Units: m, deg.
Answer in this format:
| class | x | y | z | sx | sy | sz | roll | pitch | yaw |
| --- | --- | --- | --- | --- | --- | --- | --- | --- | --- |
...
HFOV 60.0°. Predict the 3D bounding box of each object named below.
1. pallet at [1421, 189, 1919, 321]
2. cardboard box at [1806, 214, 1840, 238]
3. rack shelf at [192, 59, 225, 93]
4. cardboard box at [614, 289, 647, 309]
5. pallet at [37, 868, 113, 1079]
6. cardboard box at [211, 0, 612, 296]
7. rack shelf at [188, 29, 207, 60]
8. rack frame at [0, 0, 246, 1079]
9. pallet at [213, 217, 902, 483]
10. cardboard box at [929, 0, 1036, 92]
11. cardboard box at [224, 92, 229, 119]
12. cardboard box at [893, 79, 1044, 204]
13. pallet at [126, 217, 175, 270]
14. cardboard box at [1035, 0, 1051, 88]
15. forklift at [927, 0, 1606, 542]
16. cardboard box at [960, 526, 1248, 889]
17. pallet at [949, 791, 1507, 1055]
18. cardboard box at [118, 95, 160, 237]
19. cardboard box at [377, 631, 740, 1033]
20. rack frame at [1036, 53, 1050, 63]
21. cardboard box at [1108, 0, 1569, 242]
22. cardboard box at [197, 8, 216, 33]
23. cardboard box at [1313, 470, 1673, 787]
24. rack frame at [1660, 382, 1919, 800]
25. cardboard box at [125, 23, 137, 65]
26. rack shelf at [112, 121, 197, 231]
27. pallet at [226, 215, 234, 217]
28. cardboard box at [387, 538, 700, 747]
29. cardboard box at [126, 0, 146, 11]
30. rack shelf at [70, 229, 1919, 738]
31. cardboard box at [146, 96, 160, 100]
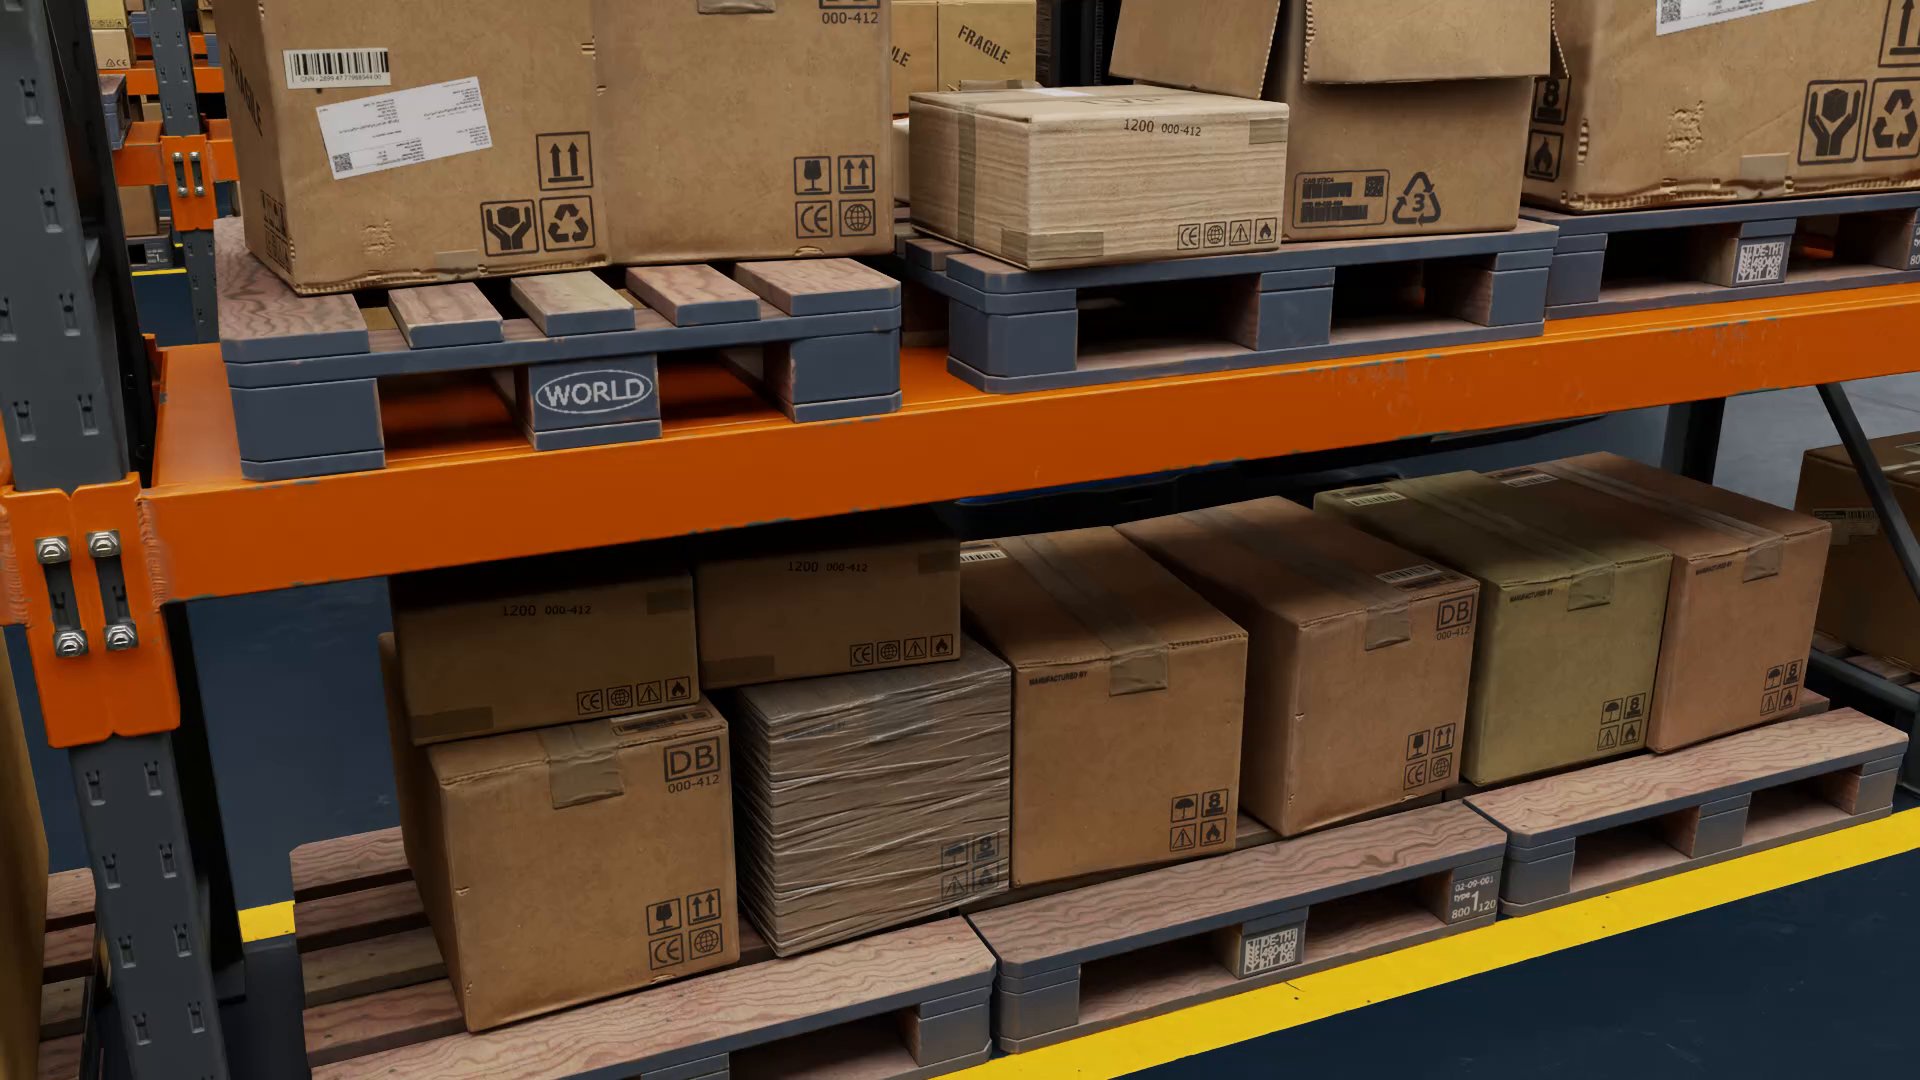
| class | x | y | z | sx | sy | sz | roll | pitch | yaw |
| --- | --- | --- | --- | --- | --- | --- | --- | --- | --- |
| pallet | 1.518 | -0.768 | 3.976 | 1.213 | 0.211 | 1.003 | -8 | 21 | -22 |
| cardboard box | 2.358 | -0.914 | 4.480 | 0.250 | 0.149 | 0.380 | -8 | 21 | -22 |
| rack shelf | -3.484 | -3.334 | 12.059 | 4.000 | 0.370 | 1.077 | -8 | 21 | -22 |
| cardboard box | -1.871 | -1.220 | 7.726 | 0.750 | 0.750 | 1.050 | -8 | 21 | -21 |
| pallet | -2.149 | 1.007 | 2.843 | 1.213 | 0.211 | 1.003 | -8 | 21 | -22 |
| cardboard box | -0.915 | -0.717 | 2.759 | 0.500 | 0.500 | 0.500 | -11 | 22 | -29 |
| rack shelf | -5.454 | -4.848 | 16.356 | 4.000 | 0.370 | 1.077 | -8 | 21 | -22 |
| rack frame | -1.395 | -0.389 | 2.609 | 0.127 | 3.000 | 1.000 | -8 | 21 | -22 |
| pallet | -0.783 | -0.424 | 3.000 | 1.003 | 0.211 | 1.213 | -8 | 21 | -22 |
| cardboard box | 0.032 | -2.338 | 7.994 | 0.500 | 0.500 | 0.500 | -8 | 21 | -22 |
| cardboard box | -6.712 | -4.080 | 16.036 | 0.625 | 0.625 | 0.875 | -7 | 21 | -20 |
| cardboard box | 0.029 | -0.825 | 3.419 | 0.258 | 0.266 | 0.396 | -9 | 21 | -23 |
| pallet | -6.075 | -2.015 | 11.426 | 1.213 | 0.211 | 1.003 | -8 | 21 | -22 |
| cardboard box | 0.740 | -2.564 | 8.560 | 0.550 | 0.550 | 0.875 | -8 | 21 | -22 |
| forklift | 1.140 | -1.566 | 6.056 | 3.031 | 2.935 | 1.130 | -9 | 21 | -24 |
| cardboard box | 0.234 | 0.335 | 3.655 | 0.500 | 0.500 | 0.700 | -6 | 20 | -17 |
| pallet | 0.441 | 0.665 | 3.815 | 1.213 | 0.211 | 1.003 | -8 | 21 | -22 |
| cardboard box | -5.988 | -2.541 | 11.289 | 0.875 | 0.875 | 0.875 | -8 | 21 | -22 |
| cardboard box | -0.788 | 0.489 | 3.219 | 0.500 | 0.500 | 0.700 | -9 | 21 | -25 |
| rack frame | 0.405 | -2.441 | 8.437 | 0.127 | 3.000 | 1.000 | -8 | 21 | -22 |
| cardboard box | 0.722 | -0.905 | 3.289 | 0.637 | 0.503 | 0.797 | -6 | 20 | -16 |
| cardboard box | -4.949 | -3.476 | 11.125 | 0.250 | 0.149 | 0.380 | -9 | 22 | -25 |
| cardboard box | 1.260 | 0.188 | 4.073 | 0.500 | 0.500 | 0.700 | -8 | 21 | -22 |
| rack frame | 2.277 | -0.915 | 4.104 | 0.127 | 3.000 | 1.000 | -8 | 21 | -22 |
| cardboard box | -5.870 | -3.352 | 11.252 | 0.500 | 0.250 | 0.500 | -9 | 21 | -23 |
| rack shelf | -5.104 | -1.312 | 6.315 | 4.000 | 0.370 | 1.077 | -8 | 21 | -22 |
| pallet | -4.603 | -2.198 | 11.946 | 1.213 | 0.211 | 1.003 | -8 | 21 | -22 |
| cardboard box | -0.792 | 0.132 | 3.103 | 0.500 | 0.250 | 0.500 | -7 | 21 | -20 |
| cardboard box | -7.825 | -5.149 | 15.346 | 0.500 | 0.500 | 0.500 | -7 | 21 | -19 |
| rack shelf | 0.441 | -0.312 | 3.476 | 4.000 | 0.370 | 1.077 | -8 | 21 | -22 |
| cardboard box | -7.788 | -3.973 | 15.920 | 0.500 | 0.500 | 0.500 | -7 | 21 | -20 |
